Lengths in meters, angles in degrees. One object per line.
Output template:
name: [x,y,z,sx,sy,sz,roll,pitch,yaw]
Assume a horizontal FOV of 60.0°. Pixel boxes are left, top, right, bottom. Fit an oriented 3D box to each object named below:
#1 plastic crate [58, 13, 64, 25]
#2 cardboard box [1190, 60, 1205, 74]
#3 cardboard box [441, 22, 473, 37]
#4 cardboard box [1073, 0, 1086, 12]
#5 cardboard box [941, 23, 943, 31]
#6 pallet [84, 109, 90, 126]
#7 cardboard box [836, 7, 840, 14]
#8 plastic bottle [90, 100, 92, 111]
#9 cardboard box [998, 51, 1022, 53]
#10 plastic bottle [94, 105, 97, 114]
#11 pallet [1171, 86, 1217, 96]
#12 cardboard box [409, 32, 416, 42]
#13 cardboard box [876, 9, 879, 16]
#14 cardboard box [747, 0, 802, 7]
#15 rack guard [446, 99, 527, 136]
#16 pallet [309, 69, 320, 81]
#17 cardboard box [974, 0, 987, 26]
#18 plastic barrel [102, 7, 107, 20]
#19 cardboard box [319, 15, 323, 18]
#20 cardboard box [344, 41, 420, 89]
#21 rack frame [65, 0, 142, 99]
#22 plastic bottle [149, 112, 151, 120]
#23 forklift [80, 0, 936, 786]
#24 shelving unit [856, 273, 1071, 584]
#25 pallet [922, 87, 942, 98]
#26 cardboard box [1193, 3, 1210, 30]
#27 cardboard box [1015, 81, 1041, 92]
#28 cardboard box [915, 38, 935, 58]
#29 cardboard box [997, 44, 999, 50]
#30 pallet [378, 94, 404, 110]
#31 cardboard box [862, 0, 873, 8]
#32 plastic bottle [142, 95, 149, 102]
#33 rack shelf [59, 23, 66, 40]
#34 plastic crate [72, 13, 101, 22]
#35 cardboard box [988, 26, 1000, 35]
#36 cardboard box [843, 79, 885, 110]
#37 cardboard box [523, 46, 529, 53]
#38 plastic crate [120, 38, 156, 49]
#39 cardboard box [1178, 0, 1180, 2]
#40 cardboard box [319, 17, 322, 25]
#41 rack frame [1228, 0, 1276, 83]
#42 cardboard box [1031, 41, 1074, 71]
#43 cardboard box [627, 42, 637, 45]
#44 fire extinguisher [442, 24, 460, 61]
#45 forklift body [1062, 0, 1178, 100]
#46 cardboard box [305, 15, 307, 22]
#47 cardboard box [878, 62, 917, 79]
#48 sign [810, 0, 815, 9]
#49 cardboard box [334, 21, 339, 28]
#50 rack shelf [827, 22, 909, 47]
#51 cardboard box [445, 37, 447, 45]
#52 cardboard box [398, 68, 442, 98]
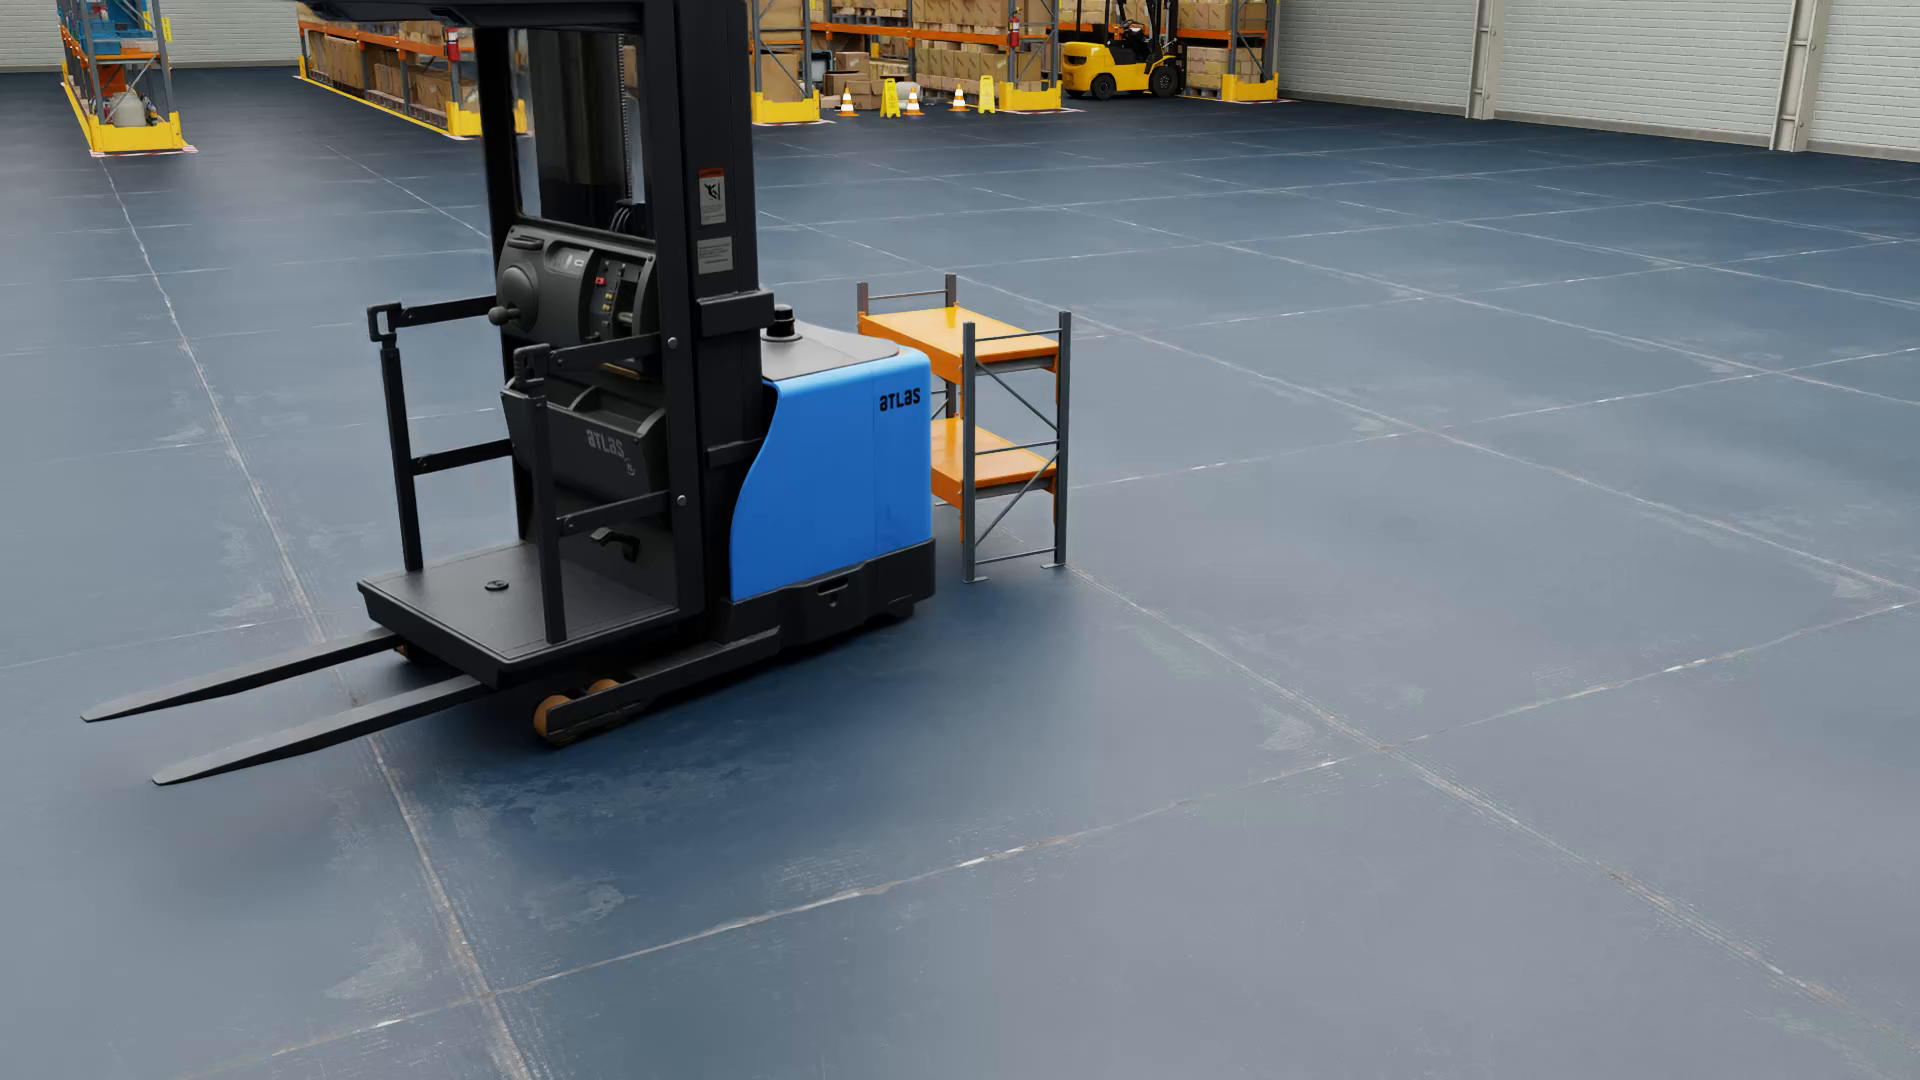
plastic crate: [-18.756,-10.989,35.045,0.416,0.233,0.300,-10,21,-27]
cardboard box: [4.959,-9.477,33.303,0.500,0.250,0.500,-10,22,-27]
cardboard box: [-7.631,-8.150,26.043,0.875,0.500,0.500,-10,21,-27]
cardboard box: [2.848,-11.814,36.735,0.500,0.250,0.500,-10,21,-26]
cardboard box: [-0.146,-9.941,32.226,0.380,0.149,0.250,-10,21,-27]
pallet: [-14.060,-7.083,27.833,1.003,0.211,1.213,-10,21,-27]
cardboard box: [-2.481,-11.589,36.360,0.380,0.149,0.250,-11,22,-30]
plastic bottle: [-13.710,-6.854,26.396,0.152,0.276,0.135,-9,21,-25]
cardboard box: [0.923,-9.019,31.592,0.500,0.500,0.500,-11,22,-29]
plastic bottle: [-13.083,-6.447,25.206,0.061,0.283,0.133,-9,21,-25]
pallet: [4.718,-9.350,34.404,1.003,0.211,1.213,-10,21,-27]
cardboard box: [-8.996,-8.432,27.853,0.380,0.149,0.250,-10,21,-27]
cardboard box: [-1.531,-10.963,34.546,0.380,0.149,0.250,-10,21,-27]
cardboard box: [-3.123,-9.233,27.906,0.875,0.550,0.550,-10,21,-27]
rack guard: [-7.430,-6.640,26.109,1.175,0.500,0.348,-10,21,-27]
pallet: [-14.544,-10.858,38.774,1.003,0.211,1.213,-10,21,-27]
cardboard box: [0.593,-9.781,30.768,0.500,0.500,0.500,-10,21,-27]
plastic barrel: [-14.468,-8.889,28.585,0.433,0.535,0.433,0,19,0]
cardboard box: [-13.533,-11.401,35.847,0.500,0.250,0.500,-10,22,-28]
cardboard box: [-11.503,-9.492,33.155,1.225,0.875,0.875,-11,22,-29]
rack frame: [-15.552,-9.330,30.070,1.000,3.000,0.127,-10,21,-27]
plastic bottle: [-12.389,-6.517,25.534,0.097,0.201,0.097,0,19,0]
forklift: [-1.503,-0.881,5.692,3.031,2.935,1.130,-18,26,-42]
shelving unit: [-0.003,-0.534,7.454,0.538,1.125,1.048,-10,21,-27]
pallet: [-0.222,-8.978,33.326,1.003,0.211,1.213,-10,21,-27]
cardboard box: [4.991,-10.403,33.029,0.500,0.500,0.500,-9,21,-25]
cardboard box: [1.187,-8.508,31.262,0.500,0.250,0.500,-10,21,-27]
cardboard box: [-0.832,-12.975,43.824,0.700,0.500,0.500,-11,22,-29]
cardboard box: [1.025,-11.802,40.423,0.500,0.500,0.500,-9,21,-24]
pallet: [-10.248,-8.204,31.084,1.003,0.211,1.213,-10,21,-27]
cardboard box: [-1.719,-11.408,34.842,0.500,0.500,0.500,-11,22,-29]
plastic bottle: [-12.849,-6.849,26.268,0.144,0.351,0.185,-10,21,-27]
rack shelf: [-18.401,-10.712,35.179,1.077,0.370,4.000,-10,21,-27]
plastic crate: [-14.152,-8.303,26.997,0.402,0.464,0.583,-10,21,-27]
cardboard box: [0.743,-9.346,30.503,0.380,0.149,0.250,-10,22,-27]
cardboard box: [-1.735,-8.267,30.818,0.637,0.503,0.797,7,20,20]
cardboard box: [-10.386,-11.909,40.360,0.380,0.149,0.250,-10,21,-27]
plastic crate: [-12.659,-7.630,25.548,0.530,0.136,0.437,-10,21,-27]
cardboard box: [4.613,-10.965,33.663,0.380,0.149,0.250,-10,21,-27]
cardboard box: [-13.649,-11.237,35.983,0.380,0.149,0.250,-10,21,-26]
rack frame: [5.694,-10.105,32.318,1.000,3.000,0.127,-10,21,-27]
cardboard box: [2.179,-11.296,38.767,0.875,0.625,0.625,-9,21,-25]
cardboard box: [-6.895,-10.443,35.335,0.500,0.250,0.500,-11,22,-29]
fire extinguisher: [-7.746,-7.659,25.348,0.296,0.674,0.183,-10,21,-27]
forklift body: [3.188,-9.966,33.215,2.313,2.155,1.214,-10,21,-27]
cardboard box: [-14.624,-11.827,37.692,0.380,0.149,0.250,-10,22,-28]
cardboard box: [-1.168,-9.796,34.806,0.950,0.372,0.625,-9,21,-23]
sign: [-2.490,-9.070,27.870,0.100,0.325,0.005,-10,21,-27]
cardboard box: [-12.617,-10.834,34.275,0.500,0.500,0.500,-11,22,-28]
rack shelf: [-1.522,-10.718,35.195,1.077,0.370,4.000,-10,21,-27]
cardboard box: [-7.830,-7.803,26.032,0.380,0.149,0.250,-10,21,-27]
cardboard box: [-9.776,-8.294,30.227,0.700,0.500,0.500,-10,21,-27]
